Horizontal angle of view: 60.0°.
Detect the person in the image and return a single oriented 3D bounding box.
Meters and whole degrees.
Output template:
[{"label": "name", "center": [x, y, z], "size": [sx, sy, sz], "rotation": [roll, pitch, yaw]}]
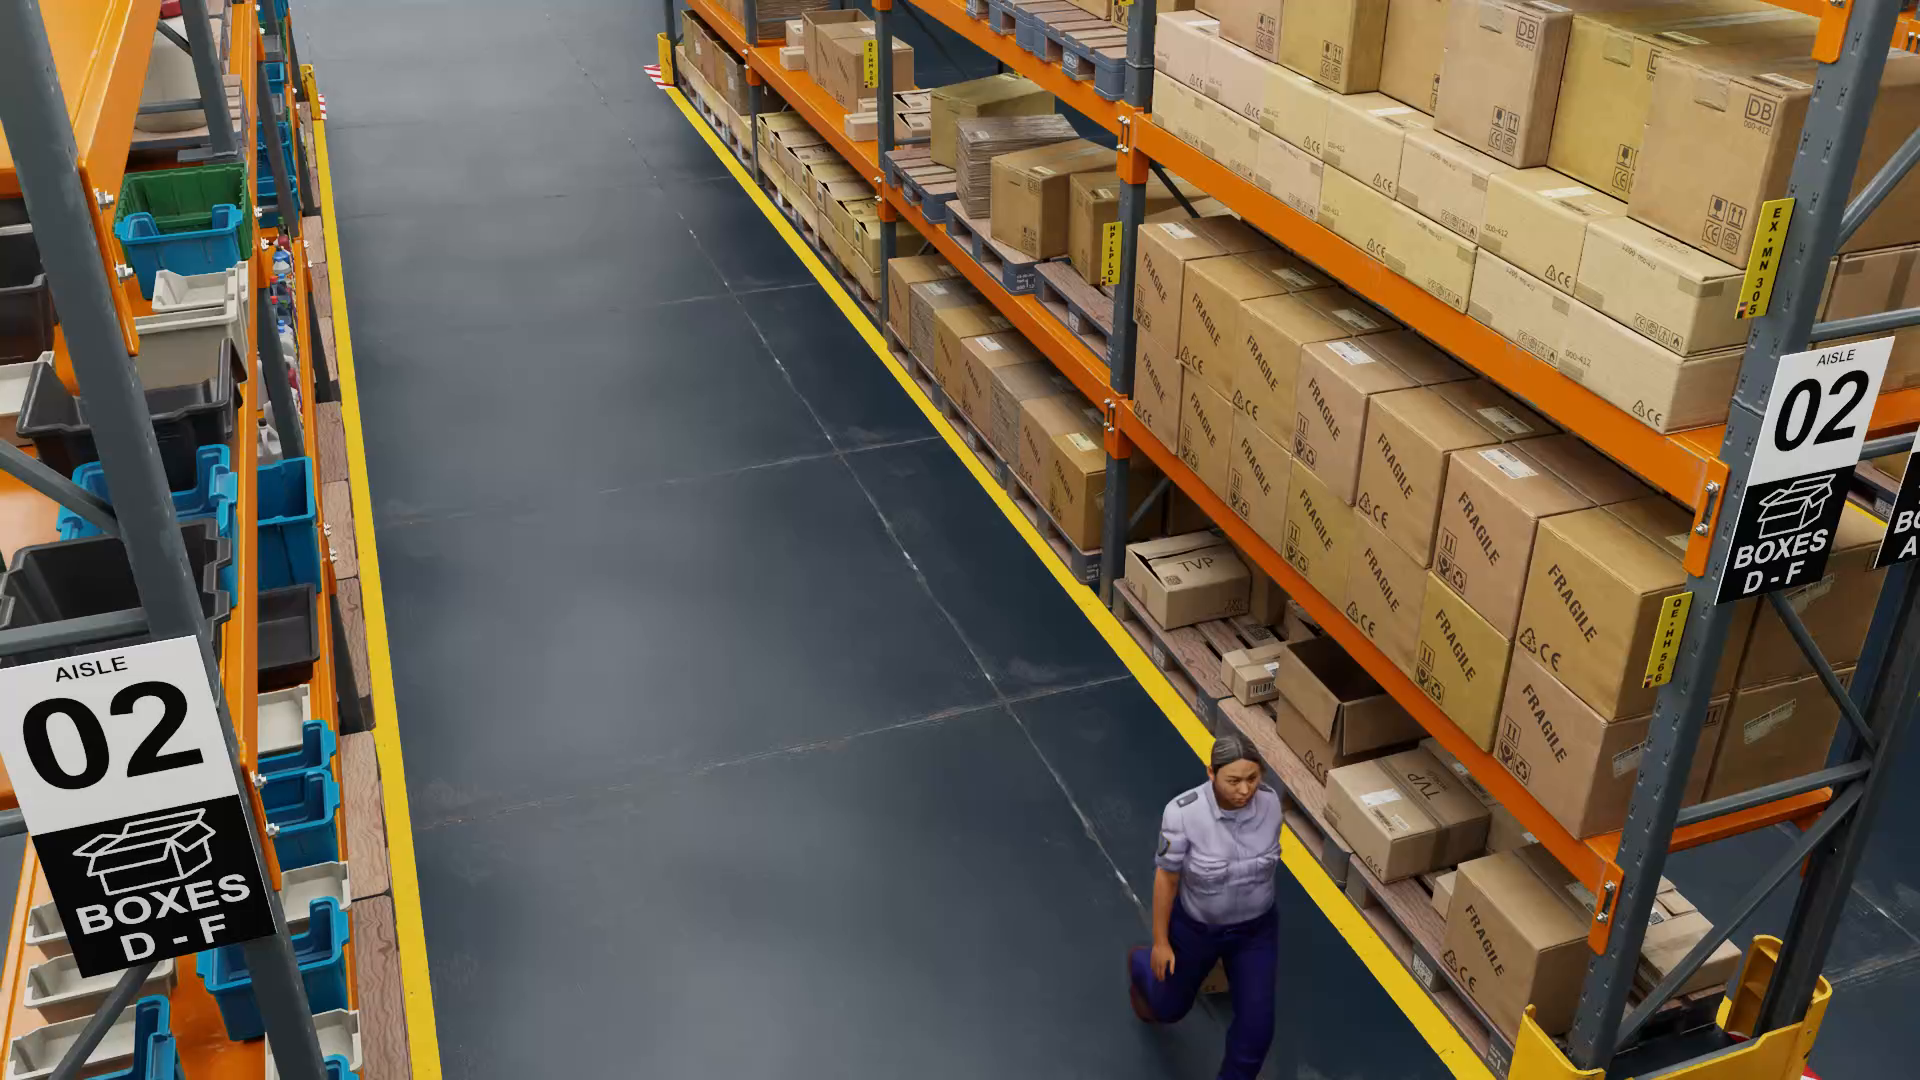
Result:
[{"label": "person", "center": [0.900, 1.348, 5.995], "size": [0.496, 1.601, 0.863], "rotation": [-5, 30, -9]}]
